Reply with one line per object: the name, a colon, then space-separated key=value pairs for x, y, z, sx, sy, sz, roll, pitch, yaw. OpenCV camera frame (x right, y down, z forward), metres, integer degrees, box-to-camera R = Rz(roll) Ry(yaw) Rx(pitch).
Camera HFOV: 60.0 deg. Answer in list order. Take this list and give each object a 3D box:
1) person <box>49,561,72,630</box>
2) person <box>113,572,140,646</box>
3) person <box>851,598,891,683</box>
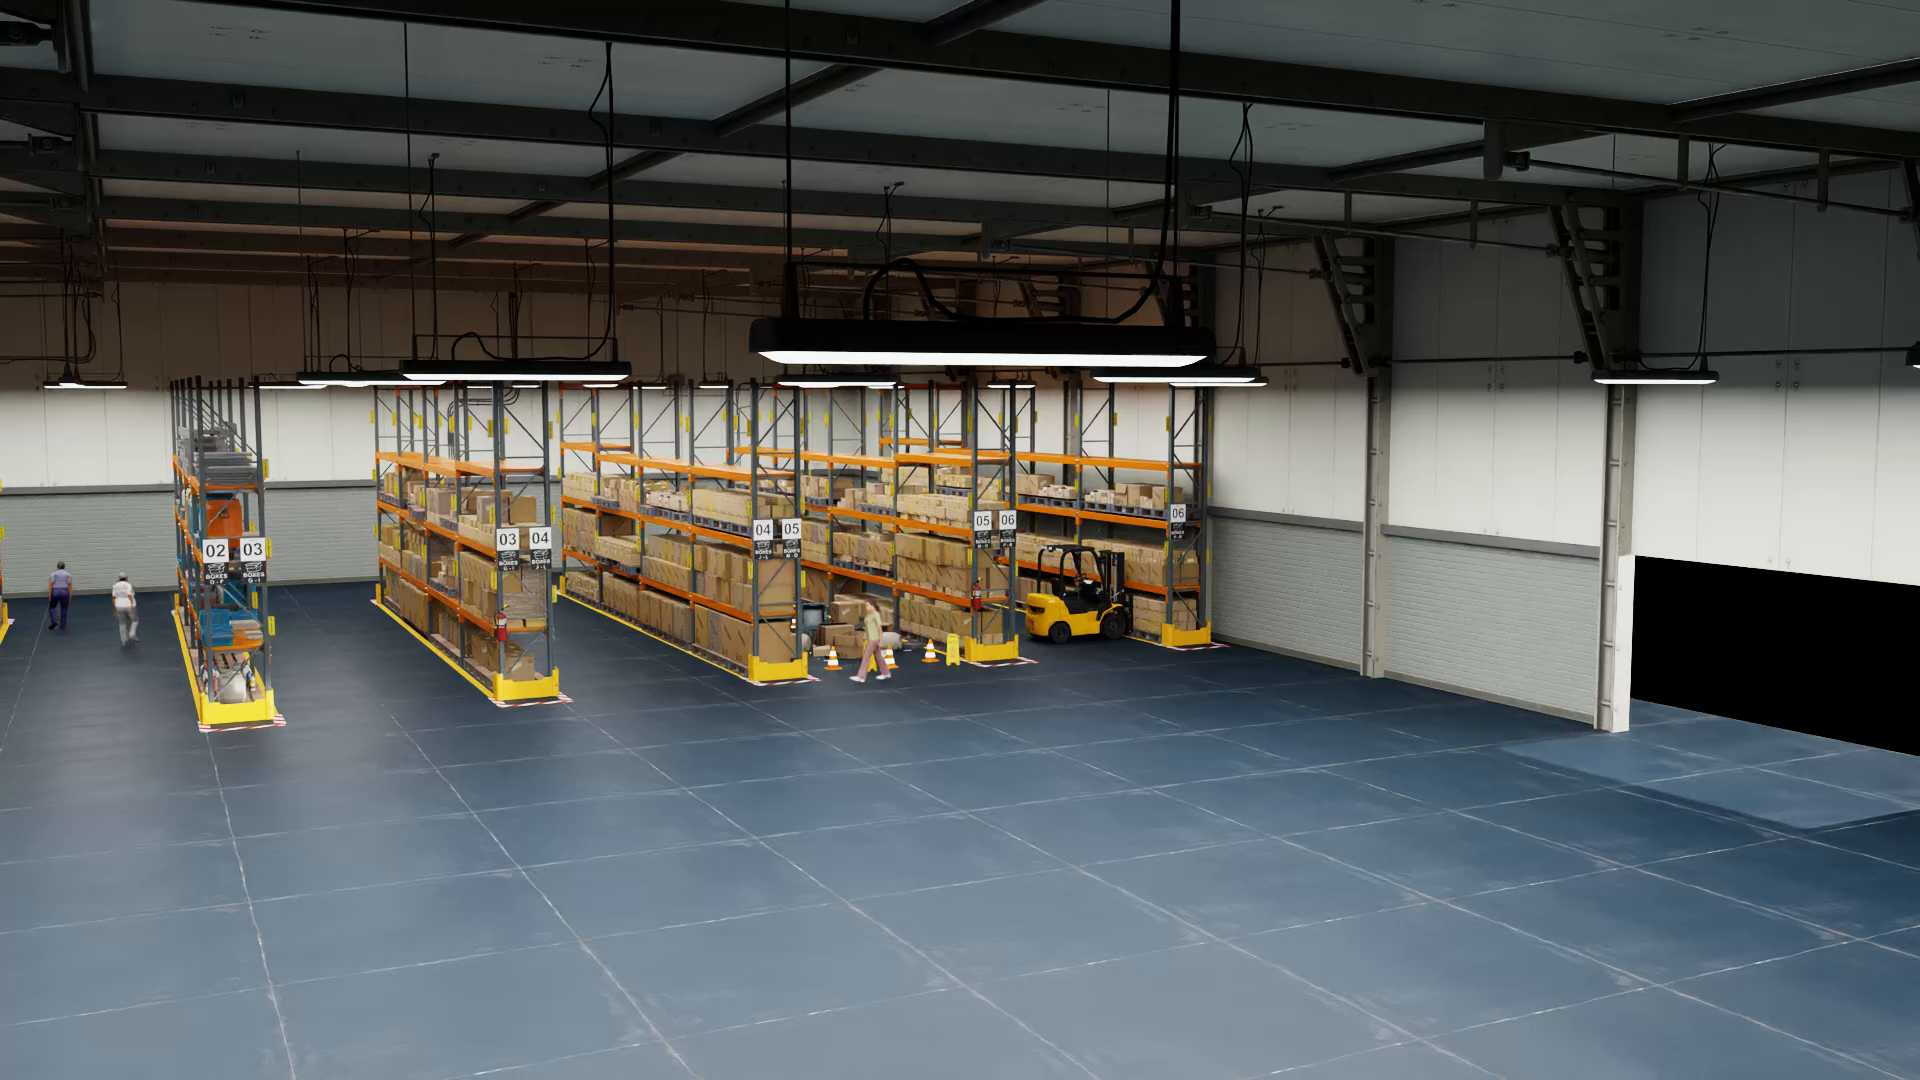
person: x=-21.673 y=1.343 z=40.046 sx=0.551 sy=1.634 sz=0.428 roll=-3 pitch=6 yaw=-29
person: x=-18.851 y=1.554 z=37.573 sx=0.544 sy=1.652 sz=0.519 roll=-2 pitch=5 yaw=-18
person: x=-1.775 y=1.975 z=32.905 sx=0.892 sy=1.641 sz=0.465 roll=-2 pitch=5 yaw=-17
